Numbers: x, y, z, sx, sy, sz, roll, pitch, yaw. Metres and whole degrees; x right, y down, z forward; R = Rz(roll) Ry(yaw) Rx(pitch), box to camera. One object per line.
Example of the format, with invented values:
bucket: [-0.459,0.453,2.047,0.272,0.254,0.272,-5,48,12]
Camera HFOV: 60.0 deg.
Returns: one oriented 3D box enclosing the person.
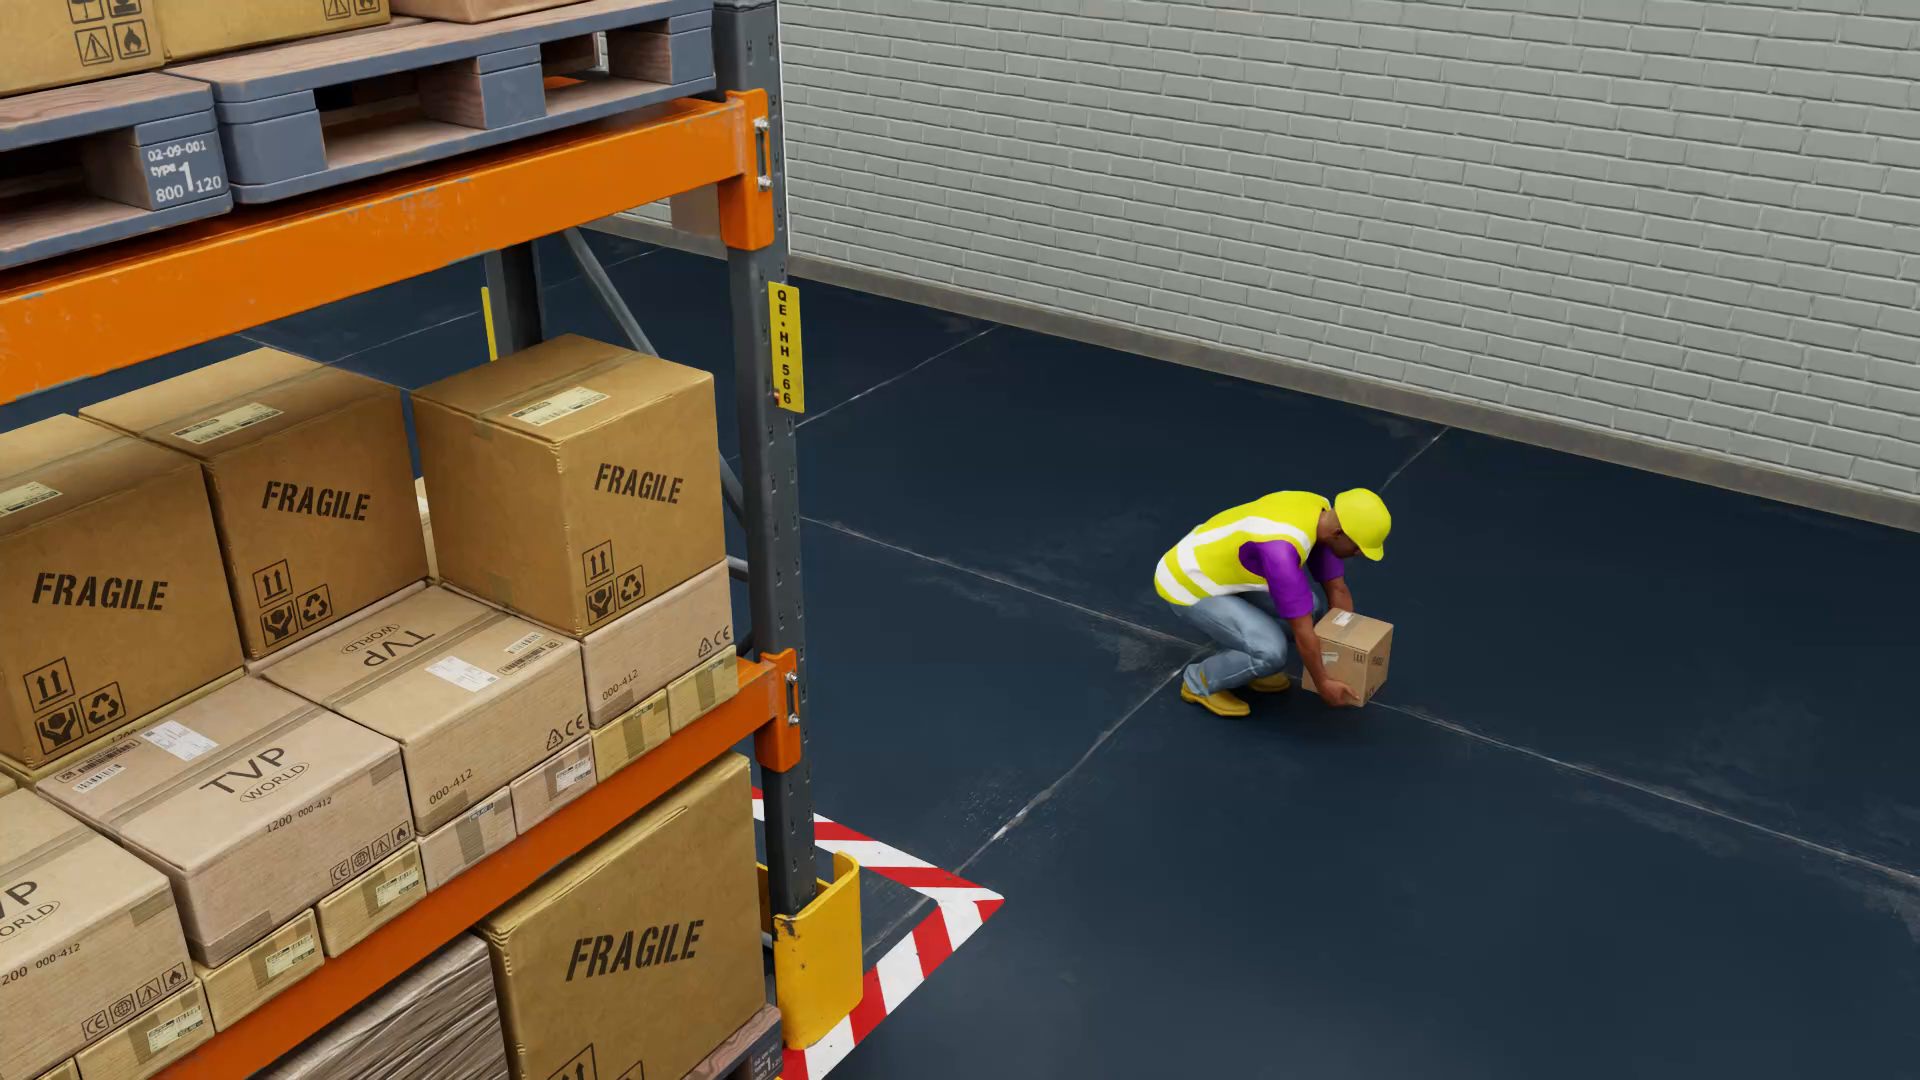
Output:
person: [1.235,0.199,6.546,0.910,1.009,0.538,16,31,29]
